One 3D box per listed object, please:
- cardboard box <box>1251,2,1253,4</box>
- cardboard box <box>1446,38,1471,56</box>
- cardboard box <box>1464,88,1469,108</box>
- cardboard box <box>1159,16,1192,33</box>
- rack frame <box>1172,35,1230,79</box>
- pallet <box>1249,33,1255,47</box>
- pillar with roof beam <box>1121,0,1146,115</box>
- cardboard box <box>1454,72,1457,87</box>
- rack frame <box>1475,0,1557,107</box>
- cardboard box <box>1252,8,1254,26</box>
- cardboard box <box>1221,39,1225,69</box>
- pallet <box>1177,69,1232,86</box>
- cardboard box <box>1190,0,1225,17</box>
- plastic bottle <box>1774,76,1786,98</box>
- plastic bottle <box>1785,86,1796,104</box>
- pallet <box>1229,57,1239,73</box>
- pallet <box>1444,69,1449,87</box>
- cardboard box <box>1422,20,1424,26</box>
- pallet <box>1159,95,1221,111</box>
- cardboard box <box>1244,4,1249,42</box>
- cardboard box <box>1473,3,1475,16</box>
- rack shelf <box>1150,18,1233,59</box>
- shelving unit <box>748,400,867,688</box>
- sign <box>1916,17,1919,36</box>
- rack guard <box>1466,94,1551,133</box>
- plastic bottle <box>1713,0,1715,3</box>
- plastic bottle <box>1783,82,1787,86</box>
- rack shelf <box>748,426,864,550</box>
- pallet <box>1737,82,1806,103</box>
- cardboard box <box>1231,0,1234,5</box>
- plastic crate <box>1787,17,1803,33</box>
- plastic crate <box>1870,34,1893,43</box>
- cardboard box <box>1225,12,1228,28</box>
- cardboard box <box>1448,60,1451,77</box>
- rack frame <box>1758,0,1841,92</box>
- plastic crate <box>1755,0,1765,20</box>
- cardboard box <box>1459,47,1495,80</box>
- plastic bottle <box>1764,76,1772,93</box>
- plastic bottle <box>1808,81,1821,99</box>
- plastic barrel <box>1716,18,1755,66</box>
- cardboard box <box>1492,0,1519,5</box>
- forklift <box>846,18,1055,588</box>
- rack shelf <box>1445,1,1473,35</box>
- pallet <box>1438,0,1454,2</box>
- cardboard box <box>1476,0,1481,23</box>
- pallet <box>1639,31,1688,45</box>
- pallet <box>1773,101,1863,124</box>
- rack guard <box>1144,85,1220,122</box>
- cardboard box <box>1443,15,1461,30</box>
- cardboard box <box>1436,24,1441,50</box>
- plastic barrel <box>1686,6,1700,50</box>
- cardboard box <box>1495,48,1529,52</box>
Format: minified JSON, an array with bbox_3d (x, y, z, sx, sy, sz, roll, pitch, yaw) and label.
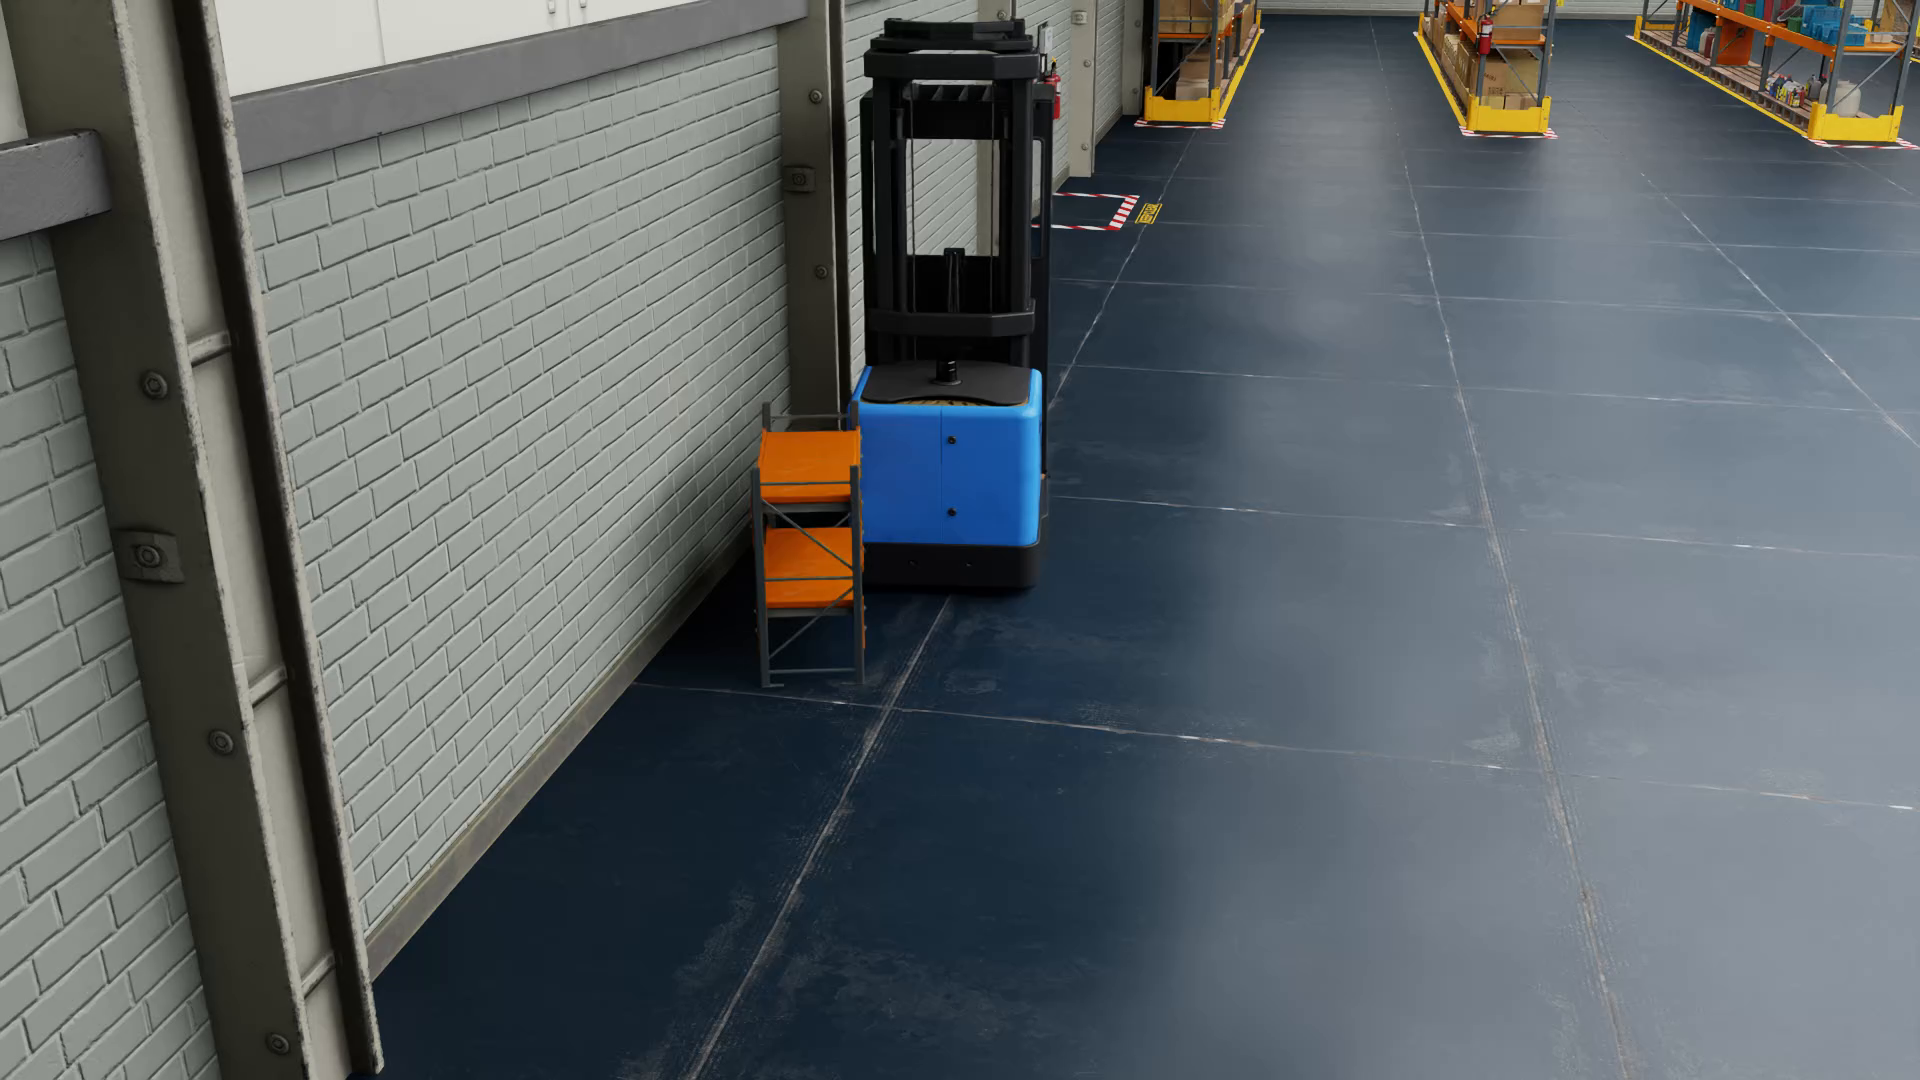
[{"bbox_3d":[6.556,-12.338,38.388,0.380,0.149,0.250,4,22,9],"label":"cardboard box"},{"bbox_3d":[9.383,-9.226,31.113,0.500,0.311,0.500,4,22,9],"label":"cardboard box"},{"bbox_3d":[8.260,-6.990,26.314,0.500,0.250,0.500,4,22,11],"label":"cardboard box"},{"bbox_3d":[3.405,-8.170,26.299,0.500,0.250,0.500,5,22,12],"label":"cardboard box"},{"bbox_3d":[4.316,-9.508,29.446,1.000,3.000,0.127,4,22,11],"label":"rack frame"},{"bbox_3d":[6.180,-11.412,37.907,1.003,0.211,1.213,4,22,11],"label":"pallet"},{"bbox_3d":[7.010,-10.821,24.677,9.100,9.000,0.400,4,22,11],"label":"pillar with roof beam"},{"bbox_3d":[8.775,-7.904,28.583,0.500,0.250,0.500,4,22,11],"label":"cardboard box"},{"bbox_3d":[8.350,-7.669,24.879,1.000,3.000,0.127,4,22,11],"label":"rack frame"},{"bbox_3d":[6.720,-12.668,40.077,0.700,0.500,0.500,4,22,11],"label":"cardboard box"},{"bbox_3d":[4.650,-9.199,31.437,0.700,0.500,0.500,5,22,12],"label":"cardboard box"},{"bbox_3d":[4.473,-8.499,30.674,1.003,0.211,1.213,4,22,11],"label":"pallet"},{"bbox_3d":[3.891,-8.484,26.074,0.500,0.500,0.500,4,22,11],"label":"cardboard box"},{"bbox_3d":[13.405,-7.395,27.158,0.144,0.351,0.185,4,22,9],"label":"plastic bottle"},{"bbox_3d":[13.251,-7.076,26.465,0.152,0.276,0.135,4,22,9],"label":"plastic bottle"},{"bbox_3d":[4.971,-9.391,32.890,1.003,0.211,1.213,4,22,11],"label":"pallet"},{"bbox_3d":[9.525,-8.558,30.820,1.003,0.211,1.213,4,22,11],"label":"pallet"},{"bbox_3d":[11.193,-12.275,39.544,0.380,0.149,0.250,4,22,11],"label":"cardboard box"},{"bbox_3d":[3.716,-7.074,27.135,1.003,0.211,1.213,4,22,11],"label":"pallet"},{"bbox_3d":[5.765,-11.058,35.611,0.750,0.750,0.750,5,23,13],"label":"cardboard box"},{"bbox_3d":[9.224,-9.245,28.995,0.500,0.250,0.500,6,23,14],"label":"cardboard box"},{"bbox_3d":[3.908,-8.443,27.764,1.077,0.370,4.000,4,22,11],"label":"rack shelf"},{"bbox_3d":[-0.746,-0.003,8.356,0.538,1.125,1.048,-1,22,-3],"label":"shelving unit"},{"bbox_3d":[13.736,-7.374,23.779,0.100,0.325,0.005,4,22,11],"label":"sign"},{"bbox_3d":[8.345,-6.500,25.324,1.175,0.500,0.348,4,22,11],"label":"rack guard"},{"bbox_3d":[14.604,-10.465,32.087,0.097,0.201,0.097,0,22,0],"label":"plastic bottle"},{"bbox_3d":[13.412,-7.302,27.032,0.097,0.271,0.097,0,22,0],"label":"plastic bottle"},{"bbox_3d":[-0.746,-0.275,8.247,0.538,0.278,1.000,-1,22,-3],"label":"rack shelf"},{"bbox_3d":[14.137,-7.749,28.812,1.003,0.211,1.213,4,22,11],"label":"pallet"},{"bbox_3d":[4.426,-9.416,28.388,0.500,0.500,0.500,4,22,11],"label":"cardboard box"},{"bbox_3d":[13.461,-8.179,26.431,0.450,0.188,0.662,4,22,11],"label":"plastic crate"},{"bbox_3d":[13.696,-7.470,24.739,0.298,0.136,0.250,4,22,11],"label":"plastic crate"},{"bbox_3d":[4.112,-8.516,27.157,0.500,0.250,0.500,4,22,10],"label":"cardboard box"},{"bbox_3d":[9.176,-8.597,30.302,0.500,0.250,0.500,5,22,12],"label":"cardboard box"},{"bbox_3d":[14.015,-8.753,27.571,1.000,3.000,0.127,4,22,11],"label":"rack frame"},{"bbox_3d":[13.935,-9.172,28.634,0.392,0.384,0.575,4,22,11],"label":"plastic crate"},{"bbox_3d":[8.561,-7.887,27.537,0.500,0.500,0.500,4,22,11],"label":"cardboard box"},{"bbox_3d":[13.520,-7.608,27.792,0.097,0.271,0.097,0,22,0],"label":"plastic bottle"},{"bbox_3d":[13.976,-7.368,27.189,0.152,0.276,0.135,4,22,11],"label":"plastic bottle"},{"bbox_3d":[14.914,-9.584,31.977,0.600,0.830,0.708,4,22,11],"label":"plastic barrel"},{"bbox_3d":[8.241,-8.170,25.123,0.380,0.149,0.250,4,22,10],"label":"cardboard box"},{"bbox_3d":[-0.003,-1.608,9.924,1.130,2.935,3.031,1,22,3],"label":"forklift"},{"bbox_3d":[9.574,-9.529,30.462,1.077,0.370,4.000,4,22,11],"label":"rack shelf"},{"bbox_3d":[10.052,-10.759,32.809,1.213,0.211,1.003,4,22,11],"label":"pallet"},{"bbox_3d":[8.981,-8.822,27.609,0.700,0.500,0.500,4,22,10],"label":"cardboard box"},{"bbox_3d":[16.257,-11.549,38.247,1.003,0.211,1.213,4,22,11],"label":"pallet"},{"bbox_3d":[13.590,-6.769,26.378,1.003,0.211,1.213,4,22,11],"label":"pallet"},{"bbox_3d":[3.515,-6.913,26.350,1.175,0.500,0.348,4,22,11],"label":"rack guard"},{"bbox_3d":[9.951,-10.368,33.334,0.500,0.250,0.500,5,23,13],"label":"cardboard box"},{"bbox_3d":[10.150,-10.381,34.370,0.500,0.500,0.500,4,22,9],"label":"cardboard box"},{"bbox_3d":[15.519,-10.702,34.658,0.600,0.901,0.708,4,22,11],"label":"plastic barrel"},{"bbox_3d":[9.074,-7.847,27.438,0.500,0.500,0.500,4,22,11],"label":"cardboard box"}]
